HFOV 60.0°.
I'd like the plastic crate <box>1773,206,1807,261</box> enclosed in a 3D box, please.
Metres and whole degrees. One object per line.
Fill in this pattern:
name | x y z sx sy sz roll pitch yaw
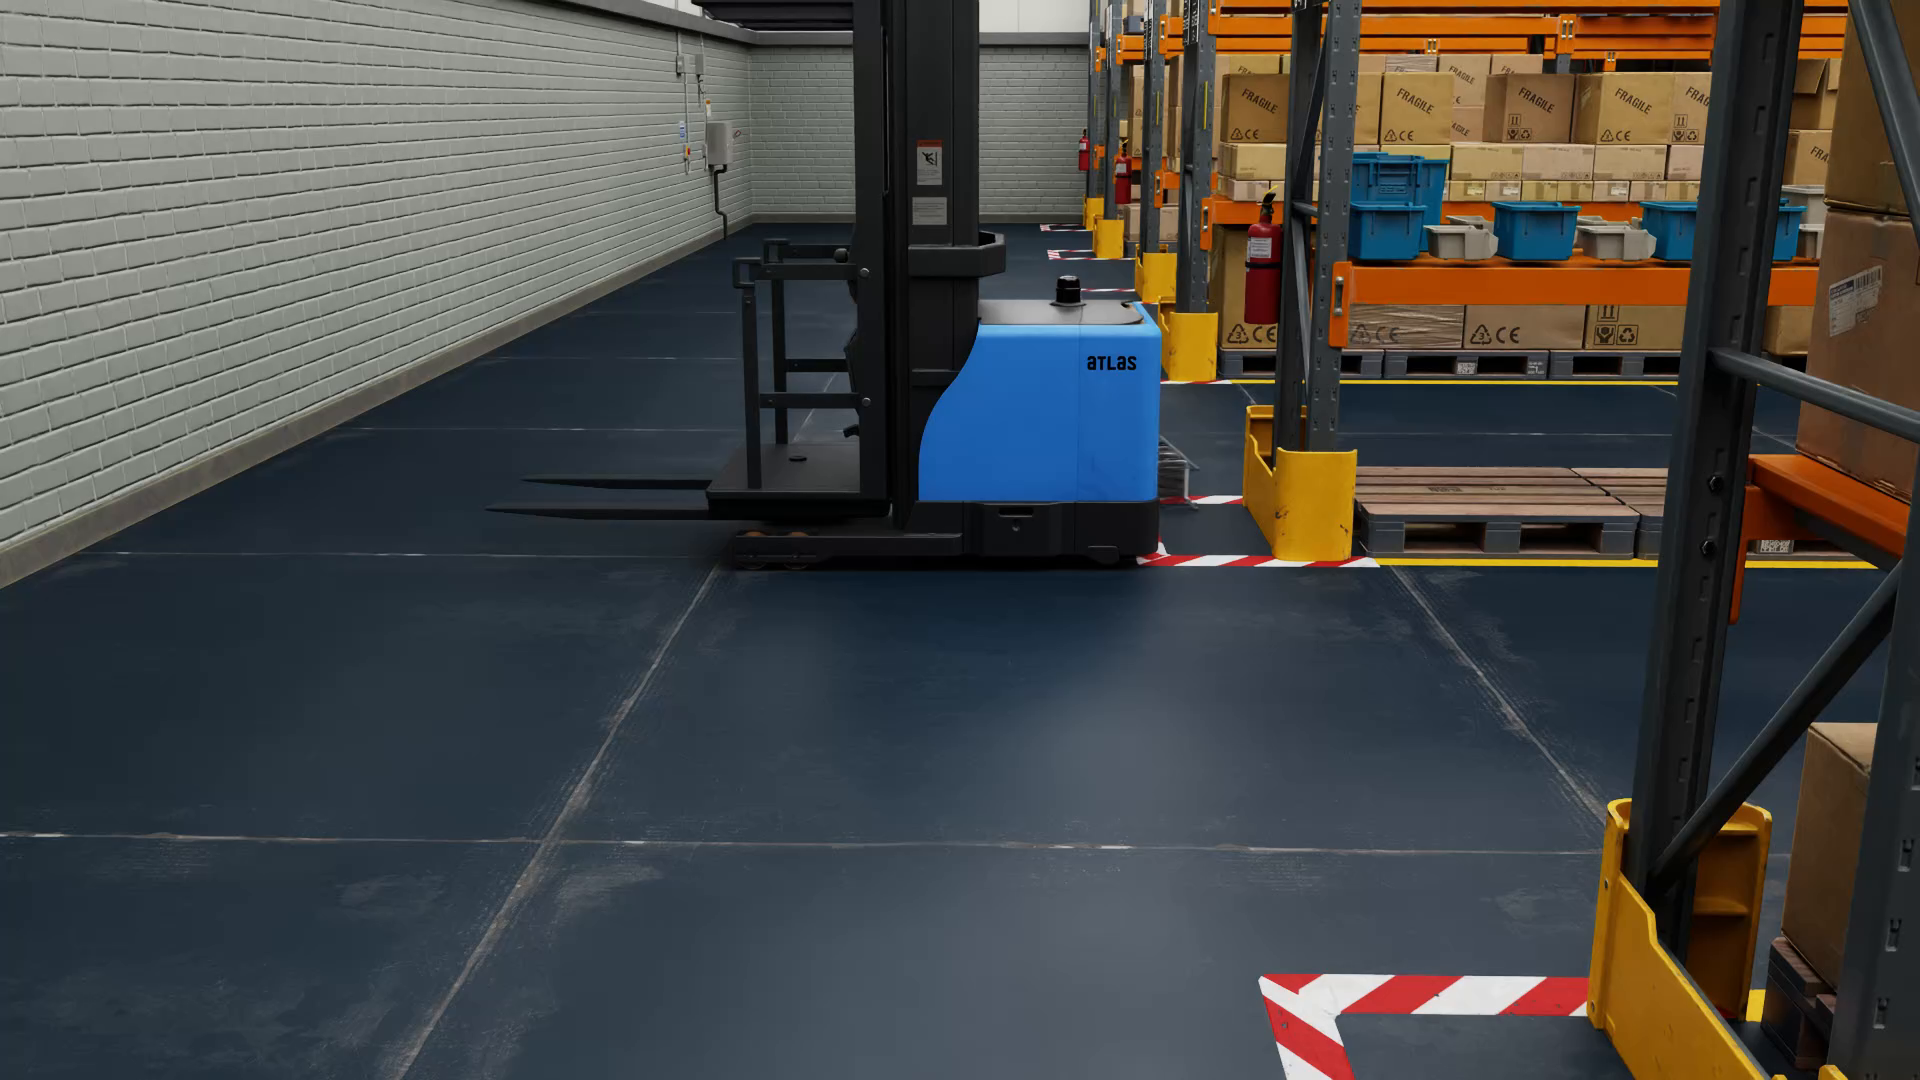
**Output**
plastic crate | 3.488 -1.357 7.315 0.300 0.233 0.416 0 15 1

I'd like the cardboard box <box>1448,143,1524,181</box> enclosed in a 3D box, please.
cardboard box | 3.776 -2.760 12.132 0.500 0.250 0.500 0 15 0

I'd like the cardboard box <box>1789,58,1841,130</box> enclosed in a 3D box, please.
cardboard box | 6.397 -3.274 12.206 0.637 0.503 0.797 0 15 0

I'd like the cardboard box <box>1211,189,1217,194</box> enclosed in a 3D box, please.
cardboard box | 4.124 -5.483 26.821 0.500 0.500 0.500 1 15 2

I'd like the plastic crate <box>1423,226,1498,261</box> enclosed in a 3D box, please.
plastic crate | 2.190 -1.298 7.280 0.298 0.136 0.250 0 15 1

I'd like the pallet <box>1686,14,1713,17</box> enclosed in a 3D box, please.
pallet | 7.637 -5.329 16.647 1.003 0.211 1.213 0 15 1

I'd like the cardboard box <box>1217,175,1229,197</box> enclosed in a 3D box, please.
cardboard box | 2.124 -2.729 12.795 0.250 0.149 0.380 1 15 2

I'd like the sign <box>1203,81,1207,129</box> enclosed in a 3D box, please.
sign | 1.740 -3.084 11.797 0.005 0.325 0.100 0 15 1

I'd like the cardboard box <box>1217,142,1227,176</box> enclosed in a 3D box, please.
cardboard box | 2.251 -2.904 12.679 0.500 0.250 0.500 0 15 1

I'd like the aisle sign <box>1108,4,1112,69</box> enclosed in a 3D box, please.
aisle sign | 1.933 -6.479 21.422 0.004 0.787 0.394 0 15 1

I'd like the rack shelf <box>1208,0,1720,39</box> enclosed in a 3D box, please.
rack shelf | 3.759 -3.858 12.113 4.000 0.370 1.077 0 15 1

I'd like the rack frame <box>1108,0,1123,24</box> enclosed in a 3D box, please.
rack frame | 2.013 -8.196 21.267 0.127 3.000 1.000 0 15 1

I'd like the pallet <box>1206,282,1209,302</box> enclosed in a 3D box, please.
pallet | 2.875 -2.670 17.545 1.213 0.211 1.003 0 15 1

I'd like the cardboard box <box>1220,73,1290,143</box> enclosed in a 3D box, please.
cardboard box | 2.253 -3.266 12.581 0.500 0.500 0.500 1 15 2

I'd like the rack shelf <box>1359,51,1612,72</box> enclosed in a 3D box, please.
rack shelf | 8.134 -7.625 26.391 4.000 0.370 1.077 0 15 1

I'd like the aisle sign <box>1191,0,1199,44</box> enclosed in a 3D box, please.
aisle sign | 1.680 -3.949 11.834 0.004 0.787 0.394 0 15 1

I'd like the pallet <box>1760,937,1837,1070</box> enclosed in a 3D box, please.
pallet | 2.376 1.112 3.213 1.213 0.211 1.003 0 15 1

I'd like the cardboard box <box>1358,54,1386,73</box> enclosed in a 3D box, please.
cardboard box | 3.963 -4.625 16.749 0.500 0.500 0.500 0 15 0

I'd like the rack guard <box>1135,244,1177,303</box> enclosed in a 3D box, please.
rack guard | 2.063 -2.824 17.562 0.348 0.500 1.175 0 15 1

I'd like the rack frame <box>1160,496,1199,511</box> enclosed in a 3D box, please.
rack frame | 1.041 -0.267 8.830 0.240 0.006 0.900 -2 15 -6

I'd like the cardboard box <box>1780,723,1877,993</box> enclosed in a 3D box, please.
cardboard box | 2.053 0.694 3.366 0.500 0.500 0.500 0 15 1

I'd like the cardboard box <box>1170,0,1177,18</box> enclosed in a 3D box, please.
cardboard box | 2.449 -5.475 17.126 0.500 0.250 0.500 0 15 0

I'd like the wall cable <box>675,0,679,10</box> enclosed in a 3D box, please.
wall cable | -3.681 -8.162 21.135 0.029 3.000 0.463 0 15 1

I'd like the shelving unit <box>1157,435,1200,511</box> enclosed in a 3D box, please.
shelving unit | 1.041 -0.366 8.804 0.258 0.210 0.900 -2 15 -6

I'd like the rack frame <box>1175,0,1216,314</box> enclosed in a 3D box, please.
rack frame | 1.760 -2.769 12.453 0.127 3.000 1.000 0 15 1

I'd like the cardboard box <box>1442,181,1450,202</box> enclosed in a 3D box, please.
cardboard box | 3.392 -2.553 12.128 0.250 0.149 0.380 0 15 1

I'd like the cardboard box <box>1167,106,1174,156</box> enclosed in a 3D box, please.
cardboard box | 2.443 -4.288 17.432 0.500 0.500 0.500 1 15 3

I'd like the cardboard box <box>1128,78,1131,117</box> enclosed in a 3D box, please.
cardboard box | 2.501 -5.885 22.110 0.500 0.500 0.500 1 15 3

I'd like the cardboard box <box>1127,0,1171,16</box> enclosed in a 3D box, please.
cardboard box | 2.465 -6.945 21.678 0.500 0.250 0.500 -1 15 -4

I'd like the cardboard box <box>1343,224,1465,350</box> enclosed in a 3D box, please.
cardboard box | 3.311 -1.955 12.710 0.875 0.875 0.875 0 15 1

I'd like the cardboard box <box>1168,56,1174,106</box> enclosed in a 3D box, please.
cardboard box | 2.451 -4.769 17.296 0.500 0.500 0.500 0 15 0

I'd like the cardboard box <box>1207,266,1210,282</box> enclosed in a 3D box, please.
cardboard box | 2.503 -2.772 17.233 0.250 0.149 0.380 1 15 3

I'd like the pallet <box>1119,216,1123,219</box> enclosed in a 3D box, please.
pallet | 3.009 -5.208 27.166 1.213 0.211 1.003 0 15 1

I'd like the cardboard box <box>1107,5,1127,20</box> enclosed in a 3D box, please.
cardboard box | 2.573 -8.258 26.111 0.500 0.250 0.500 0 15 1

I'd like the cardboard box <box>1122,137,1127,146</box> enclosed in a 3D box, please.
cardboard box | 2.713 -6.378 26.628 0.250 0.149 0.380 1 15 3

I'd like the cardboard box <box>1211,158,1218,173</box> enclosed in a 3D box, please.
cardboard box | 2.558 -3.834 16.986 0.250 0.149 0.380 1 15 3

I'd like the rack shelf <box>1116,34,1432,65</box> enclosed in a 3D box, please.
rack shelf | 4.012 -6.385 21.692 4.000 0.370 1.077 0 15 1

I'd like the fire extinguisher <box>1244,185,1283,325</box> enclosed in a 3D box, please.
fire extinguisher | 1.494 -1.405 8.166 0.183 0.674 0.296 0 15 1

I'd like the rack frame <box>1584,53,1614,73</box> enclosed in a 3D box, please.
rack frame | 10.133 -6.509 26.633 0.127 3.000 1.000 0 15 1

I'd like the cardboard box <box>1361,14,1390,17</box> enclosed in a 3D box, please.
cardboard box | 3.987 -5.332 16.583 0.500 0.250 0.500 0 15 1

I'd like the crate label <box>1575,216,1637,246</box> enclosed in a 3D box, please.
crate label | 3.021 -1.447 7.842 0.243 0.136 0.396 0 15 1

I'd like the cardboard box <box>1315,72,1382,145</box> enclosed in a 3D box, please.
cardboard box | 2.733 -3.127 12.054 0.500 0.500 0.500 0 15 0

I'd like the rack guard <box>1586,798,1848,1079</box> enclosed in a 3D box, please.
rack guard | 1.579 0.967 3.195 0.348 0.500 1.175 0 15 1

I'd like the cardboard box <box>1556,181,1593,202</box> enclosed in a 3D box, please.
cardboard box | 4.416 -2.546 12.103 0.250 0.149 0.380 1 15 2

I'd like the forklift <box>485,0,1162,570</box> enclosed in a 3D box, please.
forklift | -0.626 -1.420 7.476 3.031 2.935 1.130 0 15 1

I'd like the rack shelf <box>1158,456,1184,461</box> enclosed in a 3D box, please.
rack shelf | 1.054 -0.334 8.685 0.258 0.200 0.077 -2 15 -6

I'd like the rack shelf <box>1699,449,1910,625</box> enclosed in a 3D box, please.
rack shelf | 3.502 0.119 2.920 4.000 0.370 1.077 0 15 1
